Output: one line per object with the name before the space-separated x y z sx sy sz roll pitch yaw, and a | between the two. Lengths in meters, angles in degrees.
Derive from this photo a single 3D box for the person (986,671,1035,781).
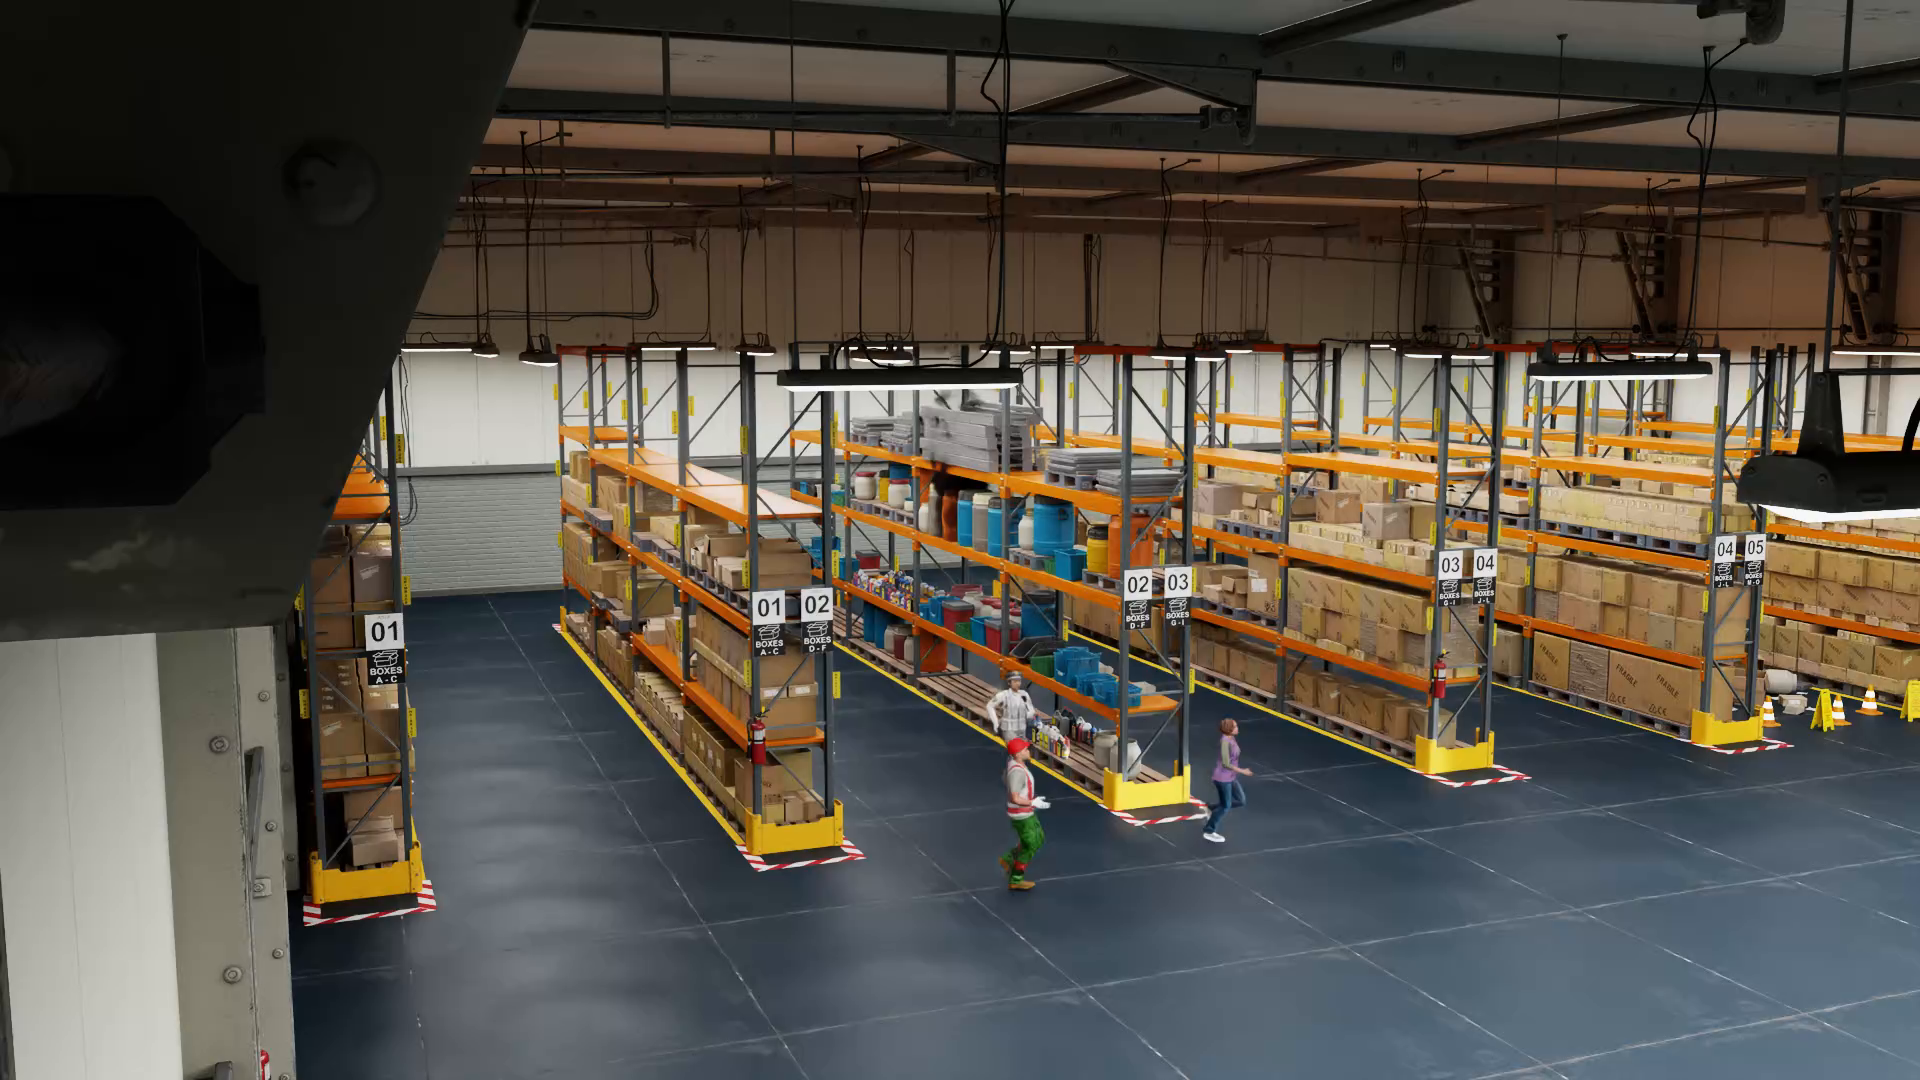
person | 0.724 2.629 22.636 0.567 1.749 0.732 -4 8 -29

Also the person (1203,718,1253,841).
person | 3.333 2.959 20.612 0.609 1.559 0.575 2 8 18

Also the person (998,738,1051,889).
person | 0.725 3.085 18.790 0.601 1.740 0.649 0 7 3

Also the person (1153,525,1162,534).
person | 4.671 0.357 40.689 0.692 1.625 0.927 5 9 35
